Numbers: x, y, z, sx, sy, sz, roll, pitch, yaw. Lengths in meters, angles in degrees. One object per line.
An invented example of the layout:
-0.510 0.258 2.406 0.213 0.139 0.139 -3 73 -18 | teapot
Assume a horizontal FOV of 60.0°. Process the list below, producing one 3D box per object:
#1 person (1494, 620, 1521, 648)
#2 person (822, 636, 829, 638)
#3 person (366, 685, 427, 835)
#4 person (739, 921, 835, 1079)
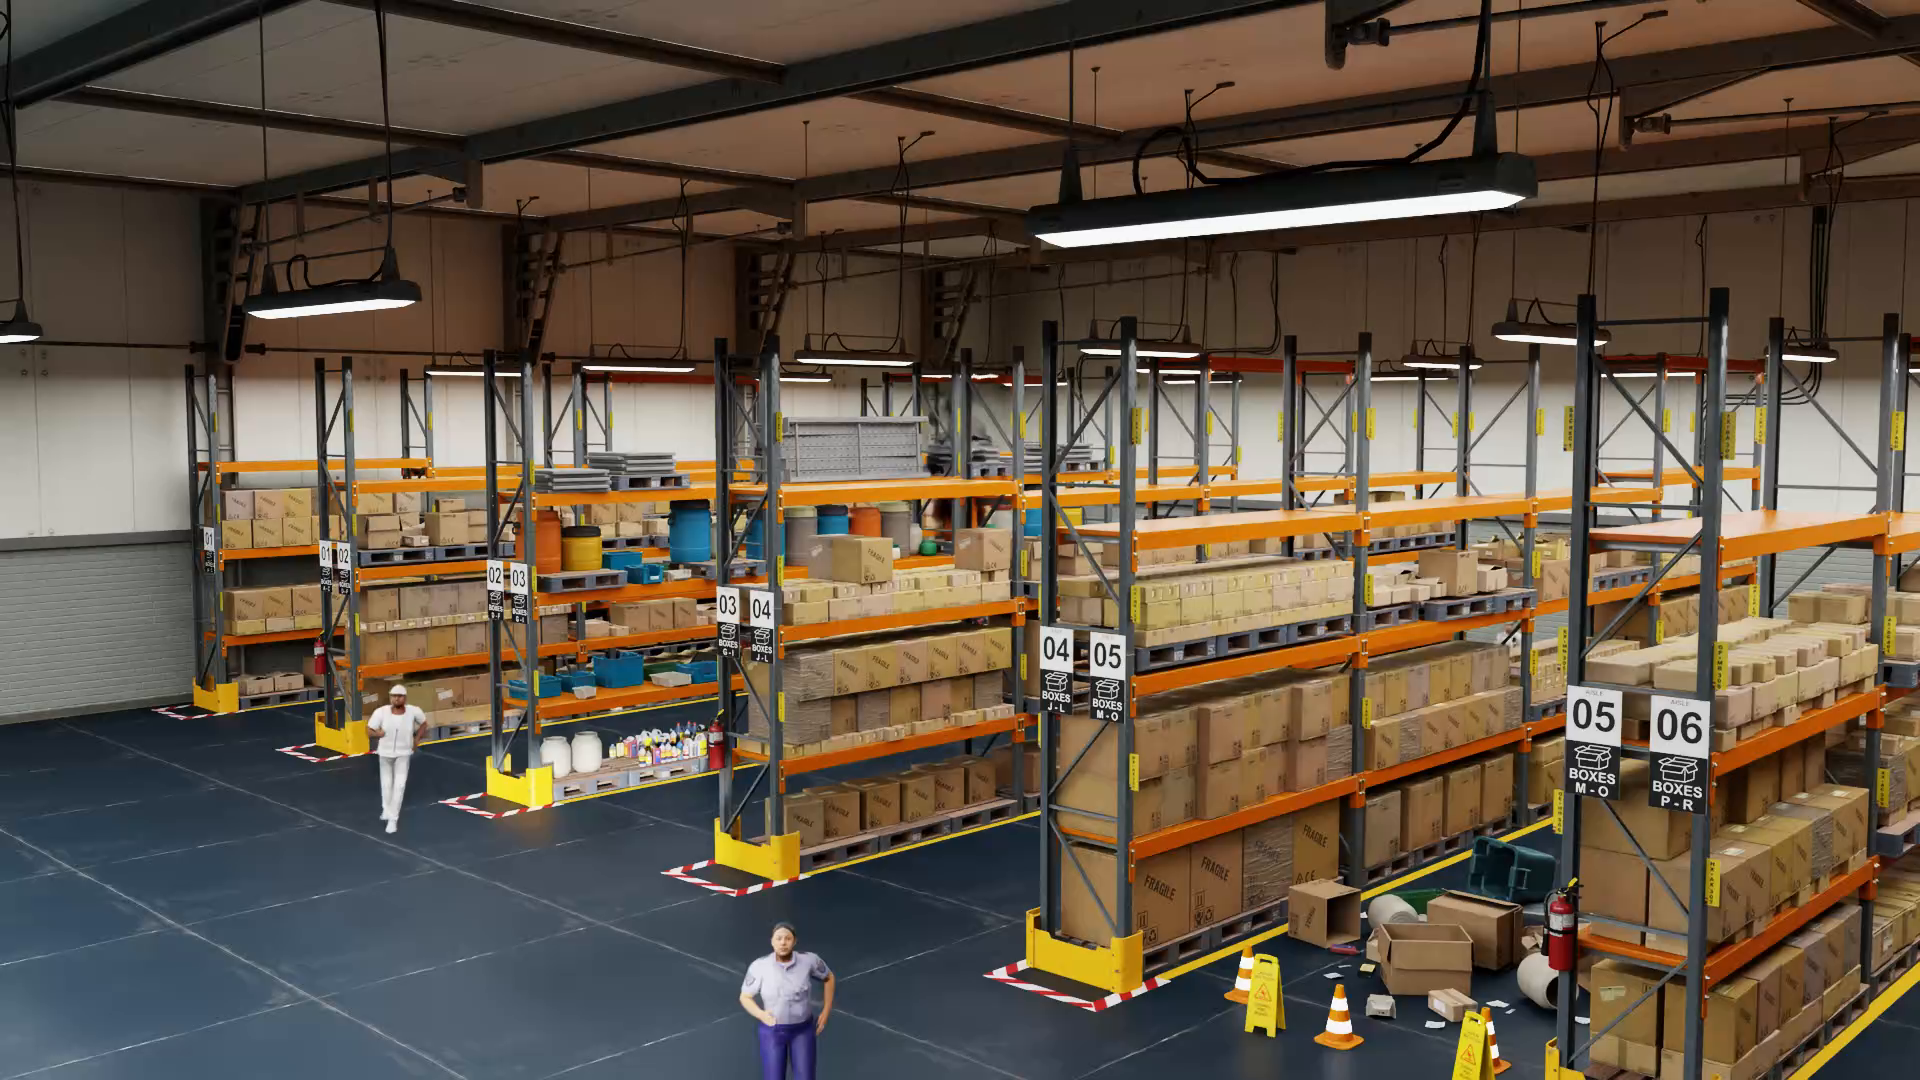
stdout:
9.397 2.160 28.435 0.612 1.737 0.699 2 5 27 | person
-2.239 2.172 28.310 0.612 1.648 0.571 4 6 43 | person
-7.024 2.699 20.738 0.700 1.813 0.814 -1 4 -12 | person
-1.202 3.463 11.569 0.661 1.617 0.570 0 4 -4 | person
